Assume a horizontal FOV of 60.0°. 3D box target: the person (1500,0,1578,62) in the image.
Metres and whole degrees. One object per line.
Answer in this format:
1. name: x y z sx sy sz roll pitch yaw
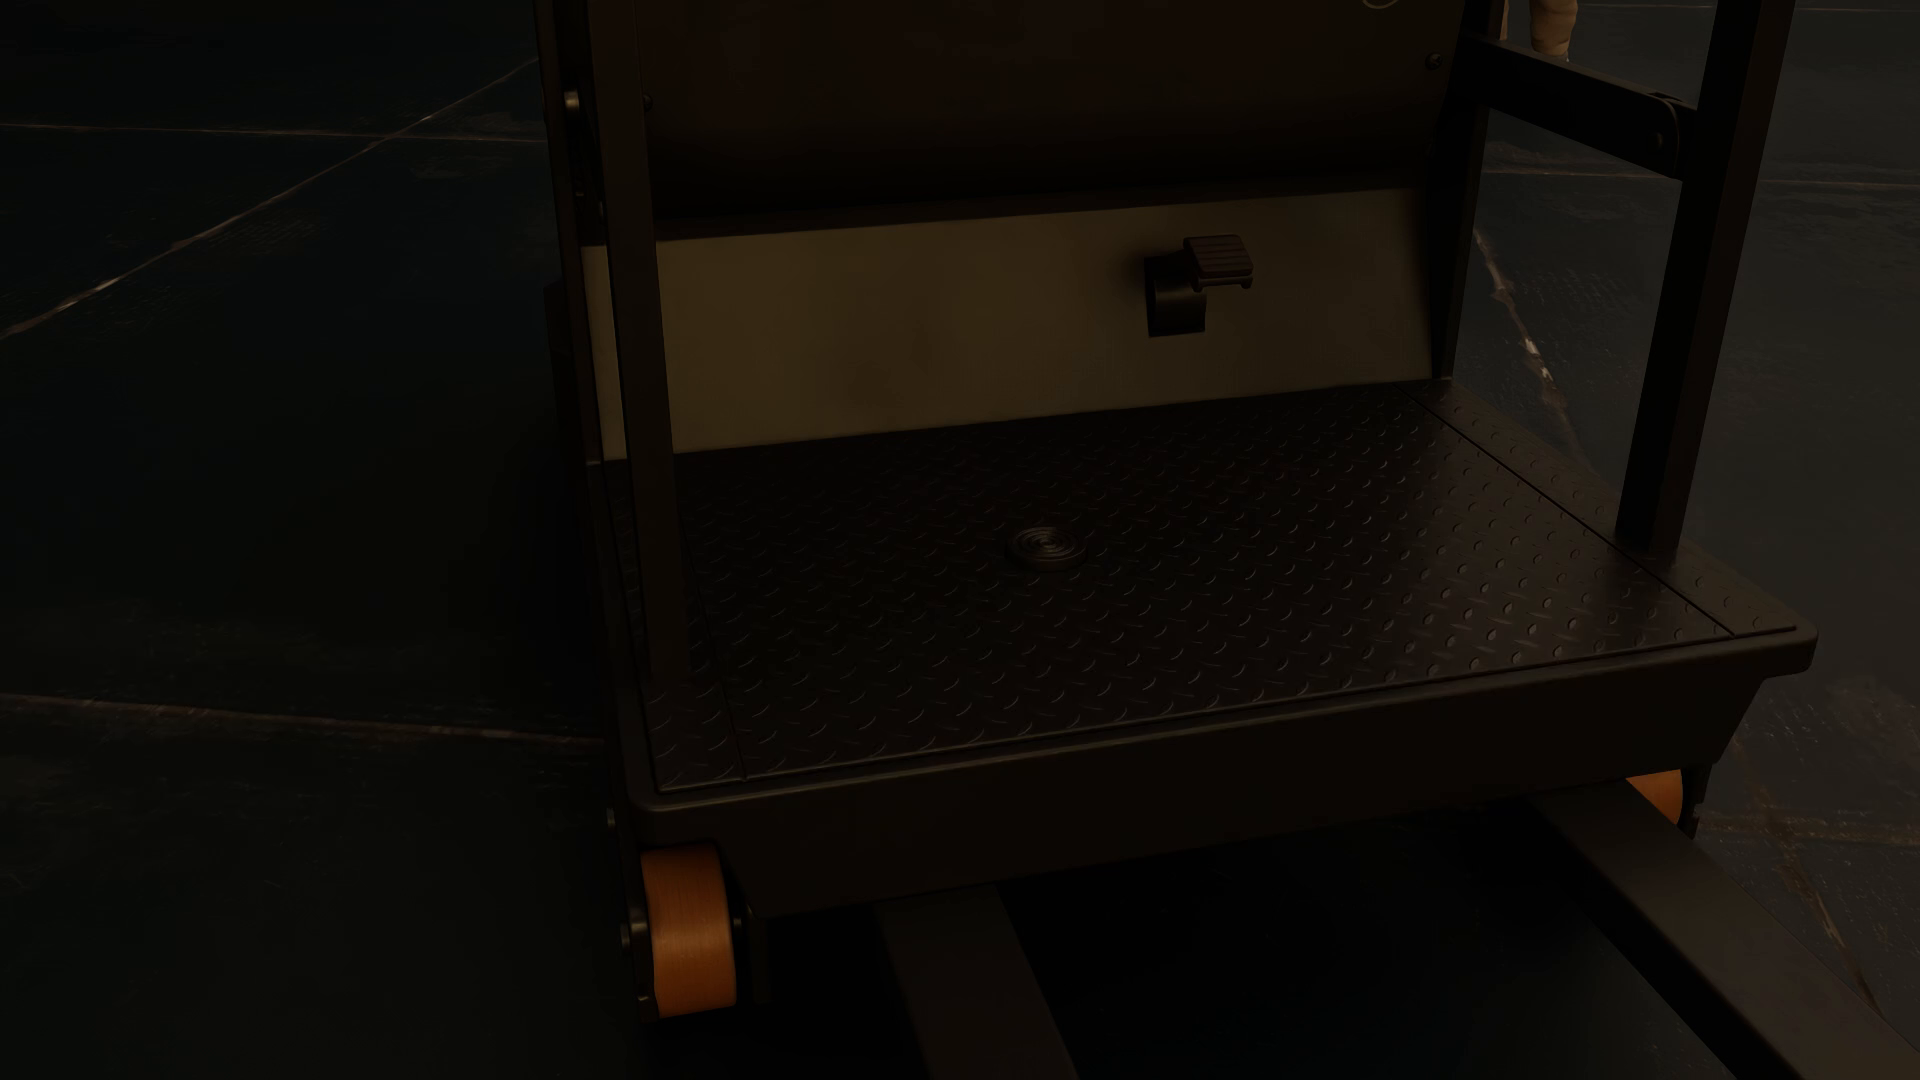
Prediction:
1. person: 1.787 -2.364 5.285 0.642 1.728 0.550 2 27 4

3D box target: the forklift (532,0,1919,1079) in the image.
1. forklift: 0.153 -1.049 1.319 1.130 2.935 3.031 -7 27 -13
